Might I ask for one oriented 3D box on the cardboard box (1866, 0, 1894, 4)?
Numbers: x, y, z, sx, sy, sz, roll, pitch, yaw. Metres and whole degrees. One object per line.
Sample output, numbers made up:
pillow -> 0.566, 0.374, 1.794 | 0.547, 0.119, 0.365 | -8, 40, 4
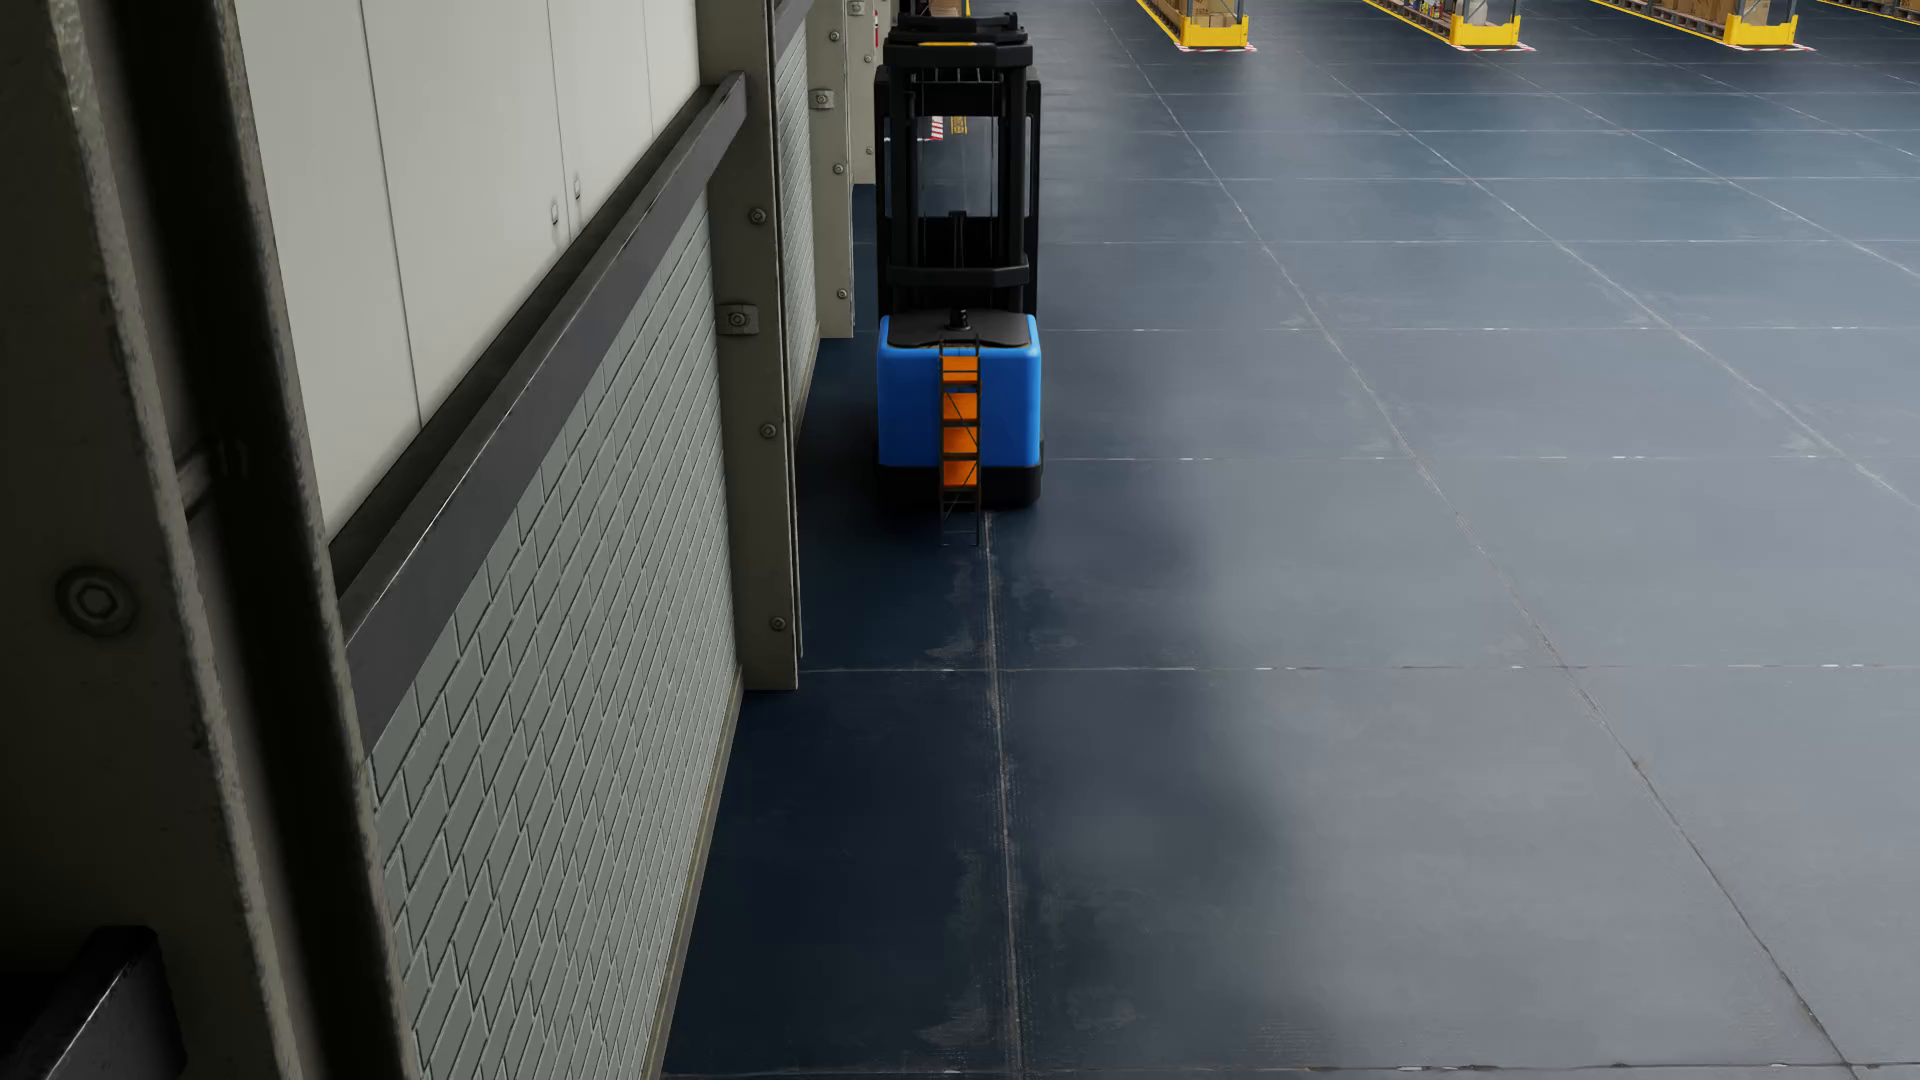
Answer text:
cardboard box -> 19.294, -11.401, 34.039 | 1.050, 0.750, 0.750 | 0, 24, -1

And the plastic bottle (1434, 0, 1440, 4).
plastic bottle -> 9.226, -10.360, 32.287 | 0.152, 0.276, 0.135 | 0, 24, -1

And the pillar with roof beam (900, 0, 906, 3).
pillar with roof beam -> 2.981, -15.794, 34.250 | 9.100, 9.000, 0.400 | 0, 24, -1

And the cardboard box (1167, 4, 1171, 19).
cardboard box -> 4.238, -10.084, 31.733 | 0.500, 0.250, 0.500 | 0, 24, -1

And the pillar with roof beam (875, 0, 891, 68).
pillar with roof beam -> 3.112, -10.849, 23.317 | 9.100, 9.000, 0.400 | 0, 24, -1

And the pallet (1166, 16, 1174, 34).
pallet -> 4.507, -9.854, 31.780 | 1.003, 0.211, 1.213 | 0, 24, -1

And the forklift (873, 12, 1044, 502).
forklift -> -0.020, -2.134, 11.413 | 1.130, 2.935, 3.031 | 0, 24, -1

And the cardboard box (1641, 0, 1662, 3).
cardboard box -> 14.445, -11.314, 34.124 | 0.700, 0.500, 0.500 | -2, 24, -5

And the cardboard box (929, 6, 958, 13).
cardboard box -> -0.309, -9.780, 30.962 | 0.500, 0.311, 0.500 | 2, 24, 4

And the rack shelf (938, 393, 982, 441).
rack shelf -> -0.002, -0.756, 10.084 | 0.258, 0.148, 0.480 | 0, 24, -1

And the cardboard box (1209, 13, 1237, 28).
cardboard box -> 4.784, -9.468, 30.372 | 0.500, 0.250, 0.500 | 0, 24, -1

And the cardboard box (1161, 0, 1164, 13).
cardboard box -> 4.227, -10.496, 32.644 | 0.500, 0.250, 0.500 | 0, 24, -1

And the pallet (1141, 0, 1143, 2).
pallet -> 4.451, -11.994, 36.514 | 1.003, 0.211, 1.213 | 0, 24, -1

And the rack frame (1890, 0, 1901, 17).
rack frame -> 19.391, -11.980, 33.097 | 1.000, 3.000, 0.127 | 0, 24, -1

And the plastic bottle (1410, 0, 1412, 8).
plastic bottle -> 9.044, -10.727, 33.190 | 0.097, 0.201, 0.097 | 0, 24, 0

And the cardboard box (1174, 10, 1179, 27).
cardboard box -> 4.249, -9.672, 30.822 | 0.500, 0.250, 0.500 | 0, 24, -1

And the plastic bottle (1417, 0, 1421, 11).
plastic bottle -> 9.073, -10.558, 32.635 | 0.144, 0.351, 0.185 | -1, 24, -3

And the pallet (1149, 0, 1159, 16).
pallet -> 4.477, -10.989, 34.291 | 1.003, 0.211, 1.213 | 0, 24, -1

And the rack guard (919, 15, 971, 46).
rack guard -> -0.386, -9.176, 29.932 | 1.175, 0.500, 0.348 | 0, 24, -1

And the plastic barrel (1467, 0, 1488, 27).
plastic barrel -> 9.437, -9.657, 30.472 | 0.421, 0.512, 0.421 | 0, 24, 0

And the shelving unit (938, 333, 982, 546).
shelving unit -> -0.002, -0.613, 10.148 | 0.258, 1.200, 0.503 | 0, 24, -1

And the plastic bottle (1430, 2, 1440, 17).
plastic bottle -> 9.087, -10.147, 31.816 | 0.152, 0.276, 0.135 | 0, 24, 0

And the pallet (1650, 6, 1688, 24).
pallet -> 14.473, -10.452, 33.103 | 1.003, 0.211, 1.213 | 0, 24, -1

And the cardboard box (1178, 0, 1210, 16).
cardboard box -> 4.265, -9.808, 30.212 | 0.500, 0.500, 0.500 | 0, 24, -1

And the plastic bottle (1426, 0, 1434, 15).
plastic bottle -> 9.080, -10.306, 32.078 | 0.144, 0.351, 0.185 | 1, 24, 2

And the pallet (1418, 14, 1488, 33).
pallet -> 9.459, -9.925, 31.939 | 1.003, 0.211, 1.213 | 0, 24, -1

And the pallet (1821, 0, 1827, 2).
pallet -> 19.280, -12.032, 36.597 | 1.003, 0.211, 1.213 | 0, 24, -1

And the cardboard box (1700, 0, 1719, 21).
cardboard box -> 14.455, -10.165, 31.608 | 0.500, 0.500, 0.500 | 2, 24, 4

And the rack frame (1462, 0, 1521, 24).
rack frame -> 9.521, -10.328, 29.447 | 1.000, 3.000, 0.127 | 0, 24, -1

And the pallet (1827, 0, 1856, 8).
pallet -> 19.291, -11.531, 35.489 | 1.003, 0.211, 1.213 | 0, 24, -1

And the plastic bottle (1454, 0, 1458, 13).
plastic bottle -> 9.670, -10.396, 32.357 | 0.061, 0.283, 0.133 | 0, 24, -1

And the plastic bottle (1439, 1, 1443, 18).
plastic bottle -> 9.194, -10.151, 31.816 | 0.061, 0.283, 0.133 | 0, 24, -1

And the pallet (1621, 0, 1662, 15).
pallet -> 14.420, -11.049, 34.424 | 1.003, 0.211, 1.213 | 0, 24, -1

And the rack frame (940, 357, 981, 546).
rack frame -> 0.001, -0.513, 9.925 | 0.240, 1.200, 0.015 | 0, 24, -1

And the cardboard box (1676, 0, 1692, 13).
cardboard box -> 14.408, -10.650, 32.682 | 0.500, 0.500, 0.500 | 8, 25, 16

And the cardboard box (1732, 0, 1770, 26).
cardboard box -> 14.484, -9.660, 30.493 | 0.500, 0.500, 0.500 | 4, 25, 9

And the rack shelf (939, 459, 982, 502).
rack shelf -> -0.002, -0.371, 10.257 | 0.258, 0.148, 0.480 | 0, 24, -1

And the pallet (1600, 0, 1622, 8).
pallet -> 14.404, -11.553, 35.538 | 1.003, 0.211, 1.213 | 0, 24, -1

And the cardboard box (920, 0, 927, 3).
cardboard box -> -0.454, -11.297, 34.087 | 0.700, 0.500, 0.500 | 1, 24, 1

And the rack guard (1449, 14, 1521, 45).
rack guard -> 9.473, -9.221, 30.030 | 1.175, 0.500, 0.348 | 0, 24, -1

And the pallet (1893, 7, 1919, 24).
pallet -> 19.321, -10.395, 32.978 | 1.003, 0.211, 1.213 | 0, 24, -1

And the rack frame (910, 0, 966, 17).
rack frame -> -0.385, -10.284, 29.348 | 1.000, 3.000, 0.127 | 0, 24, -1

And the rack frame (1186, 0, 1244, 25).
rack frame -> 4.568, -10.308, 29.401 | 1.000, 3.000, 0.127 | 0, 24, -1

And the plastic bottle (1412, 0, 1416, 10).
plastic bottle -> 9.073, -10.670, 32.973 | 0.152, 0.276, 0.135 | 1, 24, 1

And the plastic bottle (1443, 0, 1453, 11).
plastic bottle -> 9.627, -10.582, 32.778 | 0.152, 0.276, 0.135 | 0, 24, -1

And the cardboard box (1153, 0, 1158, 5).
cardboard box -> 4.230, -11.064, 33.900 | 0.500, 0.250, 0.500 | 0, 24, -1

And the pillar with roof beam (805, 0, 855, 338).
pillar with roof beam -> 3.243, -5.904, 12.384 | 9.100, 9.000, 0.400 | 0, 24, -1

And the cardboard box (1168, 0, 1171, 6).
cardboard box -> 4.235, -10.426, 31.578 | 0.500, 0.500, 0.500 | 0, 24, -1

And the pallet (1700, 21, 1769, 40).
pallet -> 14.499, -9.446, 30.880 | 1.003, 0.211, 1.213 | 0, 24, -1

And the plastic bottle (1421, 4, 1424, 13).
plastic bottle -> 9.053, -10.373, 32.407 | 0.097, 0.201, 0.097 | 0, 24, 0

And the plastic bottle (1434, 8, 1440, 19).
plastic bottle -> 9.063, -10.009, 31.601 | 0.097, 0.201, 0.097 | 0, 24, 0

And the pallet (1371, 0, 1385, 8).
pallet -> 9.414, -11.534, 35.495 | 1.003, 0.211, 1.213 | 0, 24, -1
